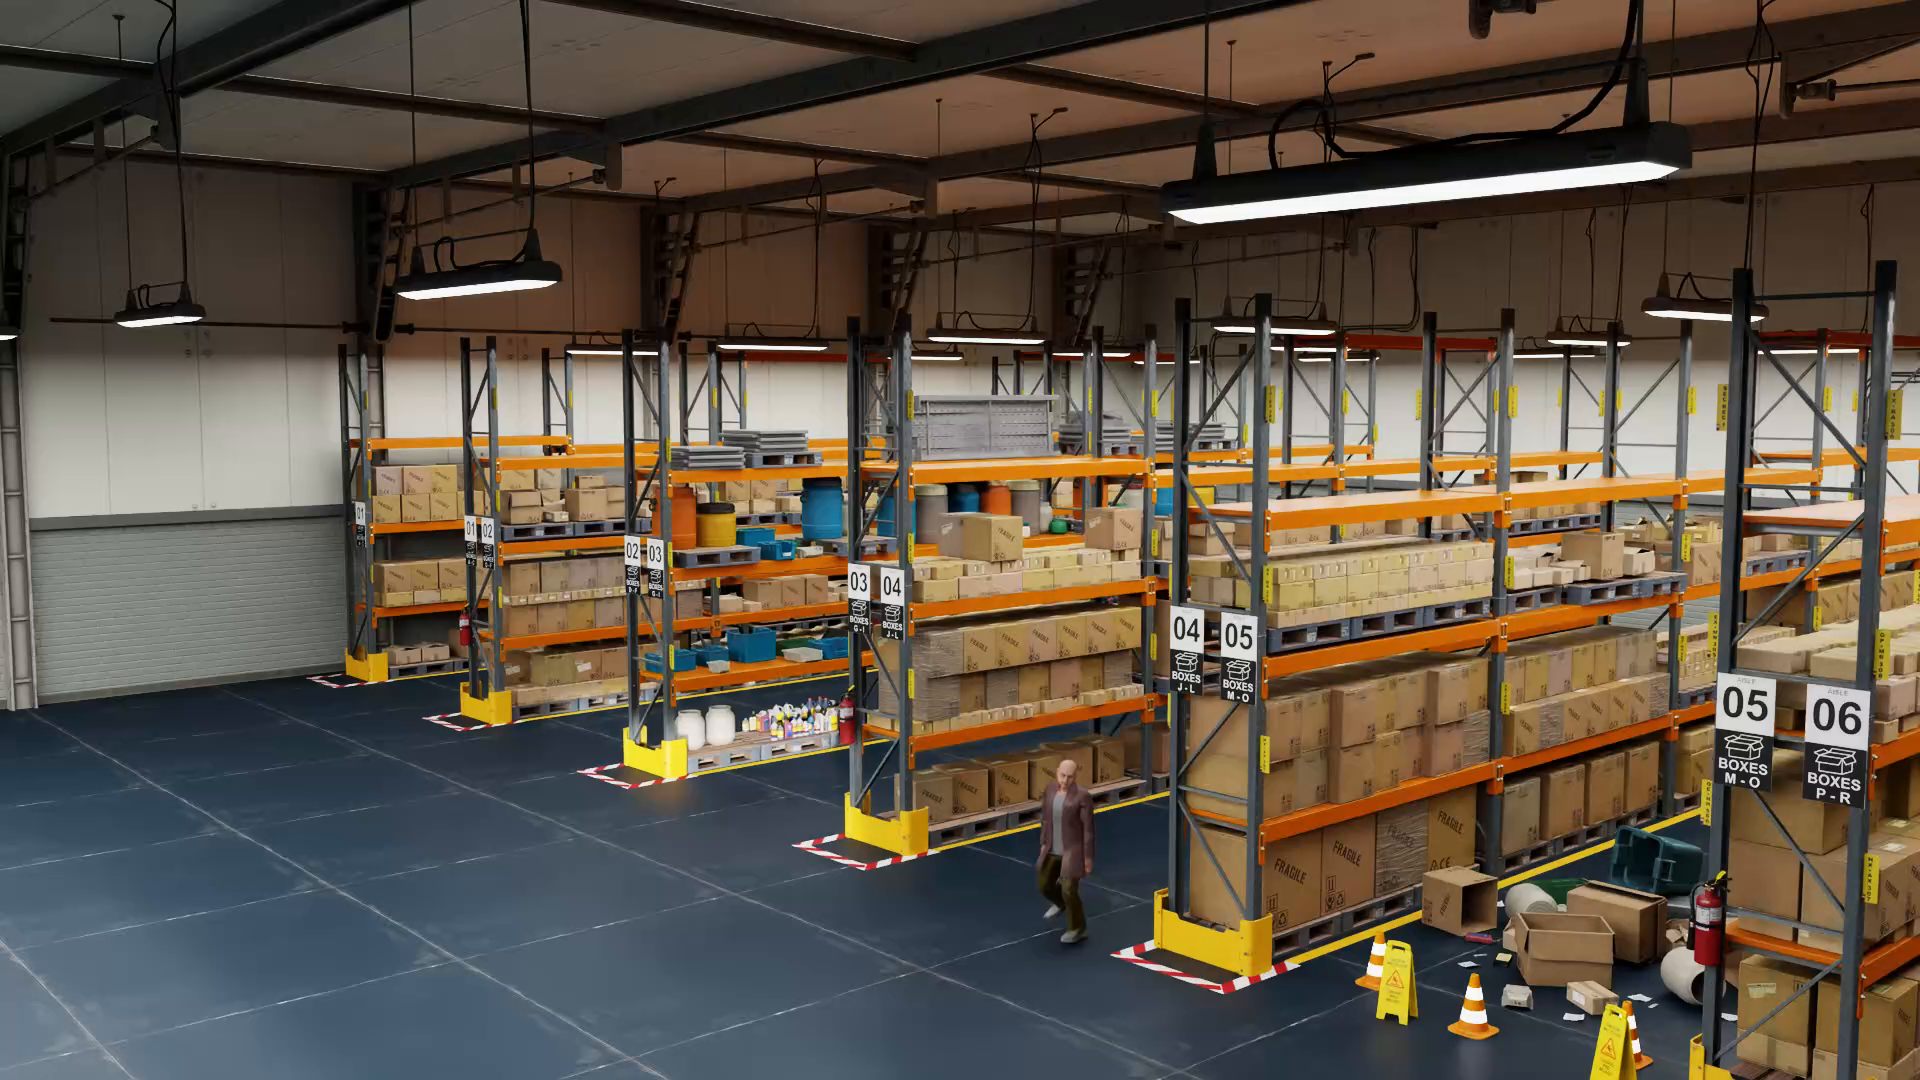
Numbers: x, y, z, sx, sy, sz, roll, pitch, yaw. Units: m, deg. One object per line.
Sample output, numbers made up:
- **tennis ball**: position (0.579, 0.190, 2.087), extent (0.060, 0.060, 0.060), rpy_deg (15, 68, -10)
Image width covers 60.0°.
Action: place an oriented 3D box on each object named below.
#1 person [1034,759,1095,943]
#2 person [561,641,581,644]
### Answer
- **person**: position (1.026, 2.883, 15.699), extent (0.714, 1.726, 0.649), rpy_deg (4, 7, 38)
- **person**: position (-7.071, 1.674, 30.289), extent (0.636, 1.620, 0.757), rpy_deg (-1, 5, -7)
